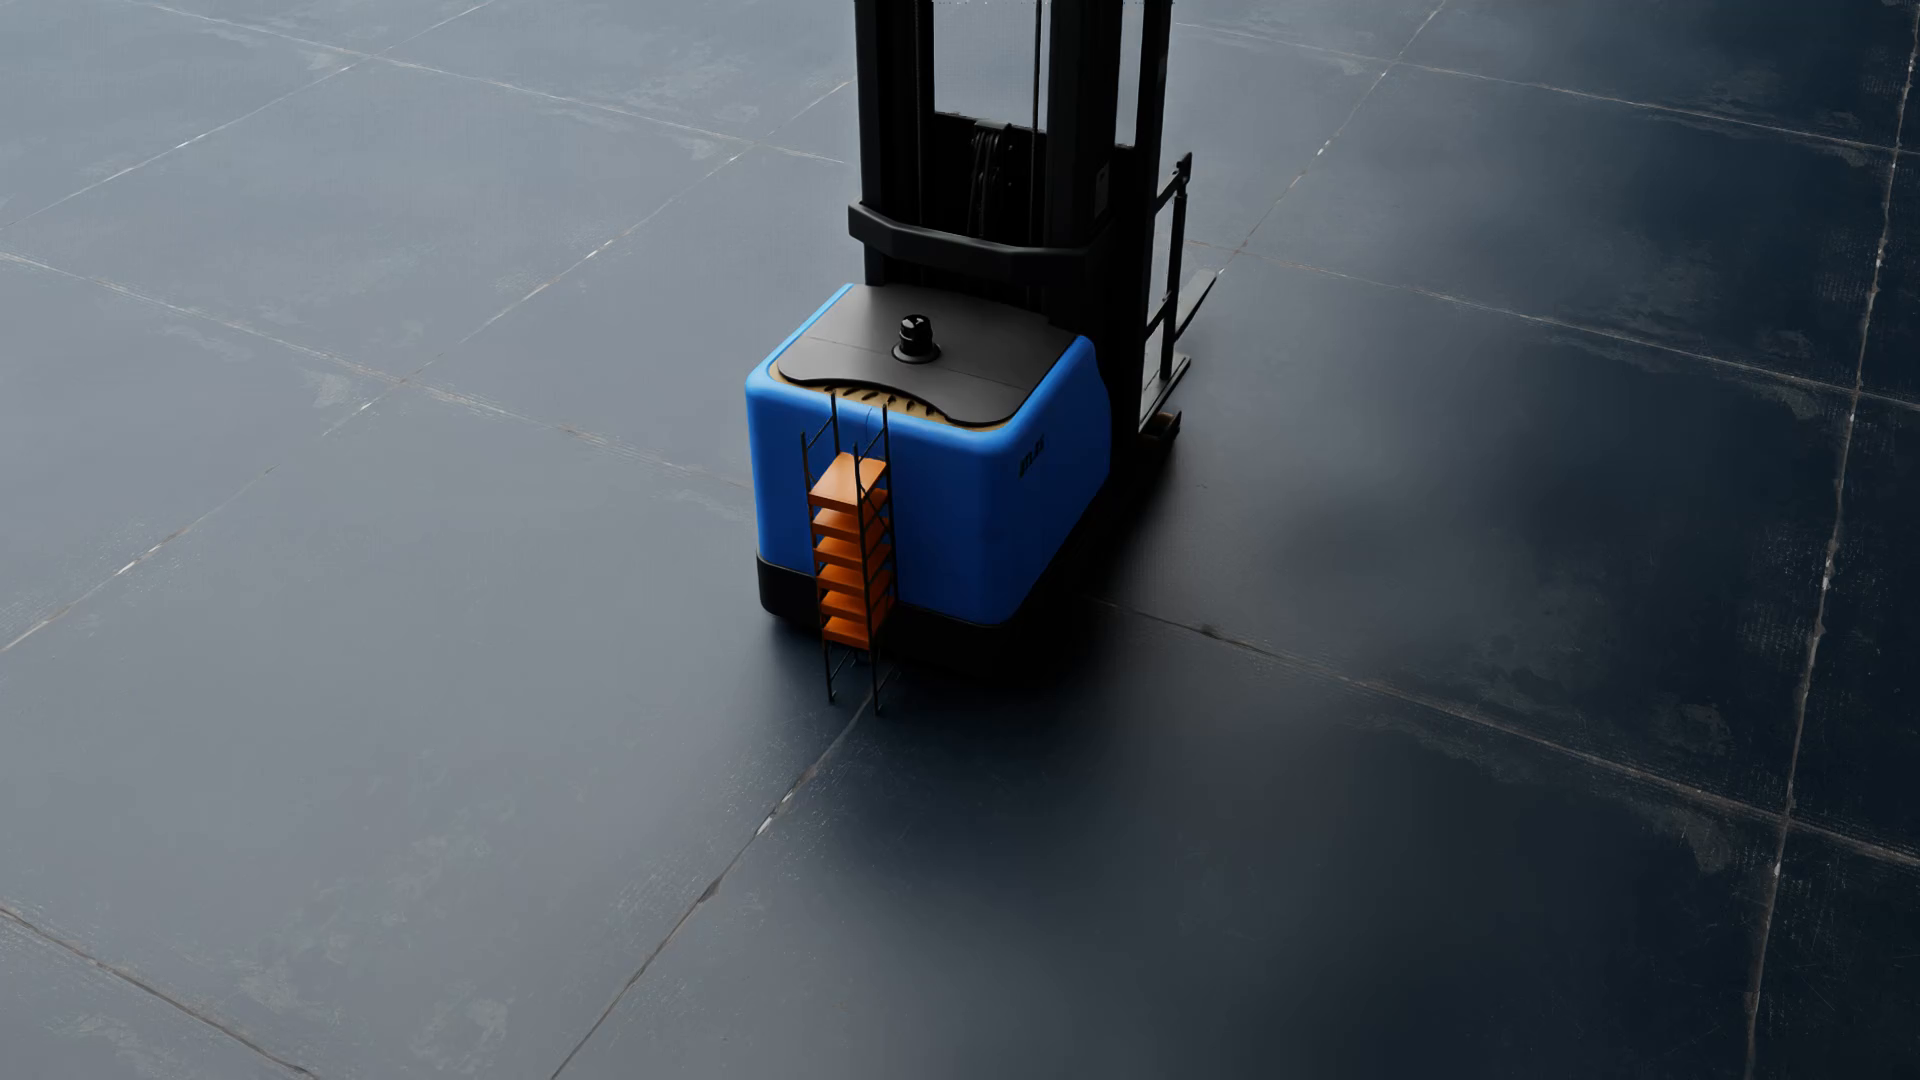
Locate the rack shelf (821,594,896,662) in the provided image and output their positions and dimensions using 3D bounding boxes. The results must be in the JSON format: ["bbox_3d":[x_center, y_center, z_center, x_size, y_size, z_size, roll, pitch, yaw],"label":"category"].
[{"bbox_3d":[-0.347,0.289,5.834,0.180,0.103,0.258,14,43,18],"label":"rack shelf"}]

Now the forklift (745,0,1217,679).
[{"bbox_3d":[0.314,-1.555,6.374,1.130,2.935,3.031,16,40,19],"label":"forklift"}]

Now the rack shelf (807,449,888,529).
[{"bbox_3d":[-0.361,-0.168,5.446,0.180,0.103,0.258,14,43,18],"label":"rack shelf"}]

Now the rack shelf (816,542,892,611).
[{"bbox_3d":[-0.353,0.106,5.679,0.180,0.103,0.258,14,43,18],"label":"rack shelf"}]

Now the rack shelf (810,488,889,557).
[{"bbox_3d":[-0.359,-0.077,5.524,0.180,0.103,0.258,14,43,18],"label":"rack shelf"}]

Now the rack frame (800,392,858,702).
[{"bbox_3d":[-0.438,0.051,5.678,0.006,1.200,0.240,14,43,18],"label":"rack frame"}]

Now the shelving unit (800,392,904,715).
[{"bbox_3d":[-0.354,0.072,5.650,0.189,1.200,0.258,14,43,18],"label":"shelving unit"}]

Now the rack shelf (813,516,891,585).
[{"bbox_3d":[-0.356,0.015,5.601,0.180,0.103,0.258,14,43,18],"label":"rack shelf"}]

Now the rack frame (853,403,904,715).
[{"bbox_3d":[-0.269,0.093,5.622,0.006,1.200,0.240,14,43,18],"label":"rack frame"}]

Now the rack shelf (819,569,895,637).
[{"bbox_3d":[-0.350,0.198,5.756,0.180,0.103,0.258,14,43,18],"label":"rack shelf"}]
